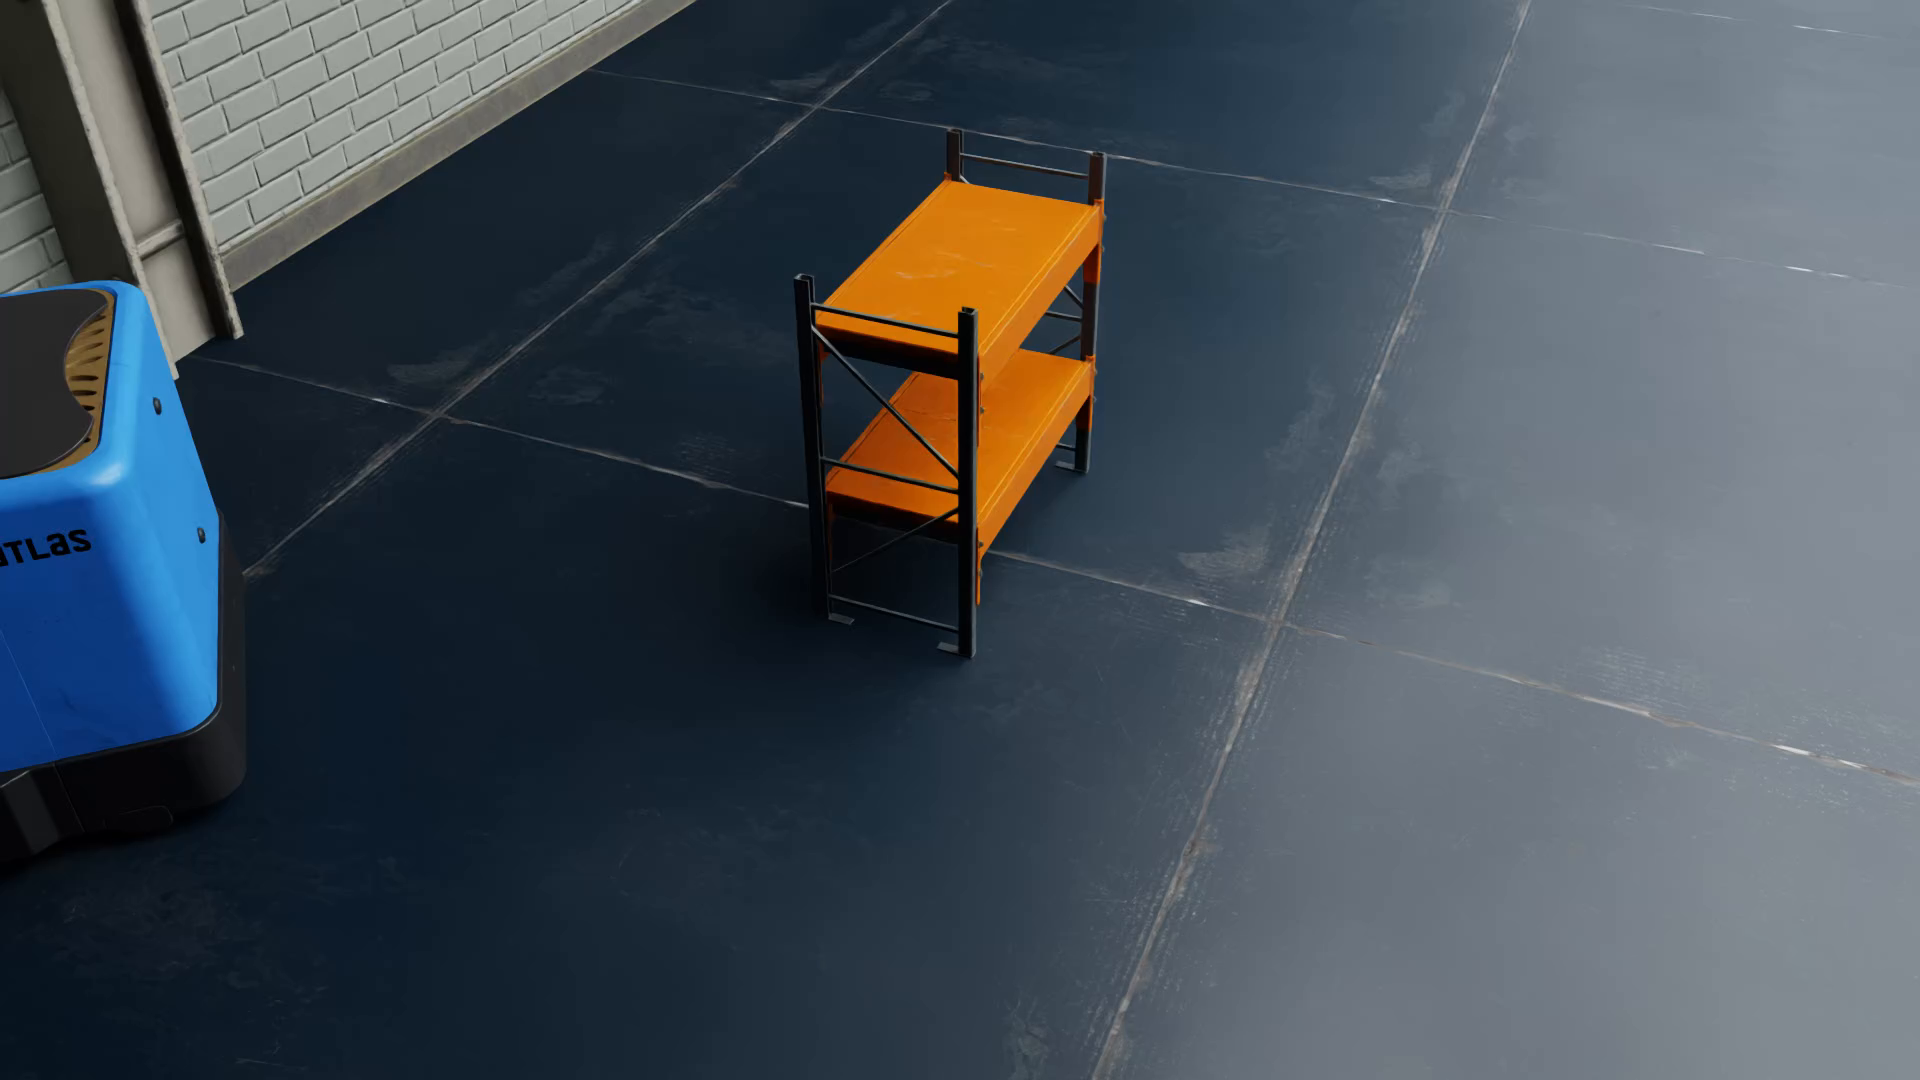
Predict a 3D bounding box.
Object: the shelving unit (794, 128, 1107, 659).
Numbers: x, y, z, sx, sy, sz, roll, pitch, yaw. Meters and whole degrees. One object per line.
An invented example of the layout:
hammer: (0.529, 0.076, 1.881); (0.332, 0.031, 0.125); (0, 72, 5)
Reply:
shelving unit: (0.003, -0.454, 4.918); (0.538, 1.125, 1.048); (14, 39, 18)

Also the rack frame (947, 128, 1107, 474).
rack frame: (0.196, -0.736, 5.295); (0.500, 1.125, 0.032); (14, 39, 18)

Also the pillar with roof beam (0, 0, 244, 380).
pillar with roof beam: (1.057, -3.333, 2.192); (9.100, 9.000, 0.400); (14, 39, 18)

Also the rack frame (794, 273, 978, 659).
rack frame: (-0.191, -0.173, 4.542); (0.500, 1.125, 0.032); (14, 39, 18)

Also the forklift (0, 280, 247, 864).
forklift: (-3.426, -0.454, 3.410); (3.031, 2.935, 1.130); (-12, 38, -15)

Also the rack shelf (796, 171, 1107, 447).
rack shelf: (0.003, -0.689, 4.743); (0.538, 0.278, 1.000); (14, 39, 18)

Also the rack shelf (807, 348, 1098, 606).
rack shelf: (0.003, -0.258, 5.065); (0.538, 0.278, 1.000); (14, 39, 18)
